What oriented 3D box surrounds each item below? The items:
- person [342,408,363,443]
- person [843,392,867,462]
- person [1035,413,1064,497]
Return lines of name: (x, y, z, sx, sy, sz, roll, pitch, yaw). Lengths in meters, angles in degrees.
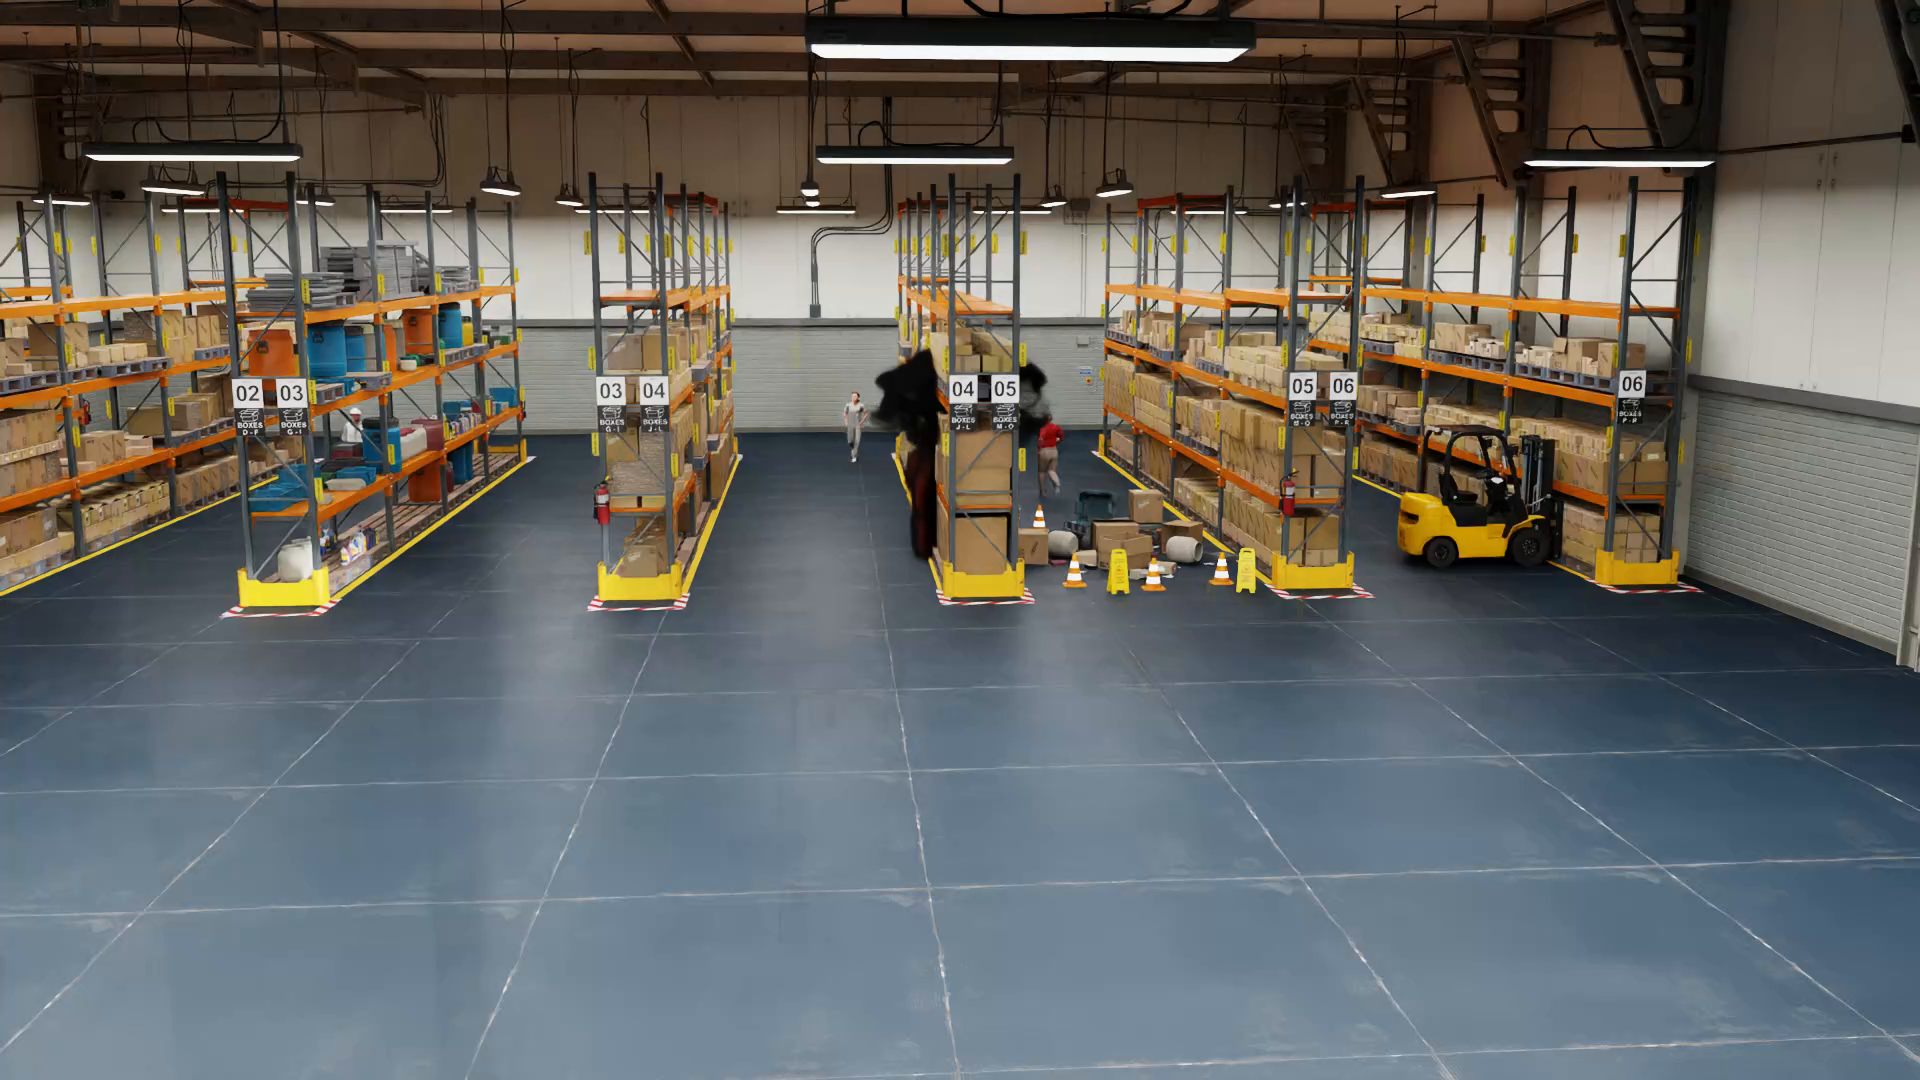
person: (-12.316, -1.840, 34.098, 0.653, 1.756, 0.881, -1, 10, -7)
person: (-2.470, -2.682, 39.260, 0.579, 1.655, 0.621, 1, 10, 5)
person: (1.792, -1.681, 33.357, 0.653, 1.733, 0.837, -5, 11, -25)
